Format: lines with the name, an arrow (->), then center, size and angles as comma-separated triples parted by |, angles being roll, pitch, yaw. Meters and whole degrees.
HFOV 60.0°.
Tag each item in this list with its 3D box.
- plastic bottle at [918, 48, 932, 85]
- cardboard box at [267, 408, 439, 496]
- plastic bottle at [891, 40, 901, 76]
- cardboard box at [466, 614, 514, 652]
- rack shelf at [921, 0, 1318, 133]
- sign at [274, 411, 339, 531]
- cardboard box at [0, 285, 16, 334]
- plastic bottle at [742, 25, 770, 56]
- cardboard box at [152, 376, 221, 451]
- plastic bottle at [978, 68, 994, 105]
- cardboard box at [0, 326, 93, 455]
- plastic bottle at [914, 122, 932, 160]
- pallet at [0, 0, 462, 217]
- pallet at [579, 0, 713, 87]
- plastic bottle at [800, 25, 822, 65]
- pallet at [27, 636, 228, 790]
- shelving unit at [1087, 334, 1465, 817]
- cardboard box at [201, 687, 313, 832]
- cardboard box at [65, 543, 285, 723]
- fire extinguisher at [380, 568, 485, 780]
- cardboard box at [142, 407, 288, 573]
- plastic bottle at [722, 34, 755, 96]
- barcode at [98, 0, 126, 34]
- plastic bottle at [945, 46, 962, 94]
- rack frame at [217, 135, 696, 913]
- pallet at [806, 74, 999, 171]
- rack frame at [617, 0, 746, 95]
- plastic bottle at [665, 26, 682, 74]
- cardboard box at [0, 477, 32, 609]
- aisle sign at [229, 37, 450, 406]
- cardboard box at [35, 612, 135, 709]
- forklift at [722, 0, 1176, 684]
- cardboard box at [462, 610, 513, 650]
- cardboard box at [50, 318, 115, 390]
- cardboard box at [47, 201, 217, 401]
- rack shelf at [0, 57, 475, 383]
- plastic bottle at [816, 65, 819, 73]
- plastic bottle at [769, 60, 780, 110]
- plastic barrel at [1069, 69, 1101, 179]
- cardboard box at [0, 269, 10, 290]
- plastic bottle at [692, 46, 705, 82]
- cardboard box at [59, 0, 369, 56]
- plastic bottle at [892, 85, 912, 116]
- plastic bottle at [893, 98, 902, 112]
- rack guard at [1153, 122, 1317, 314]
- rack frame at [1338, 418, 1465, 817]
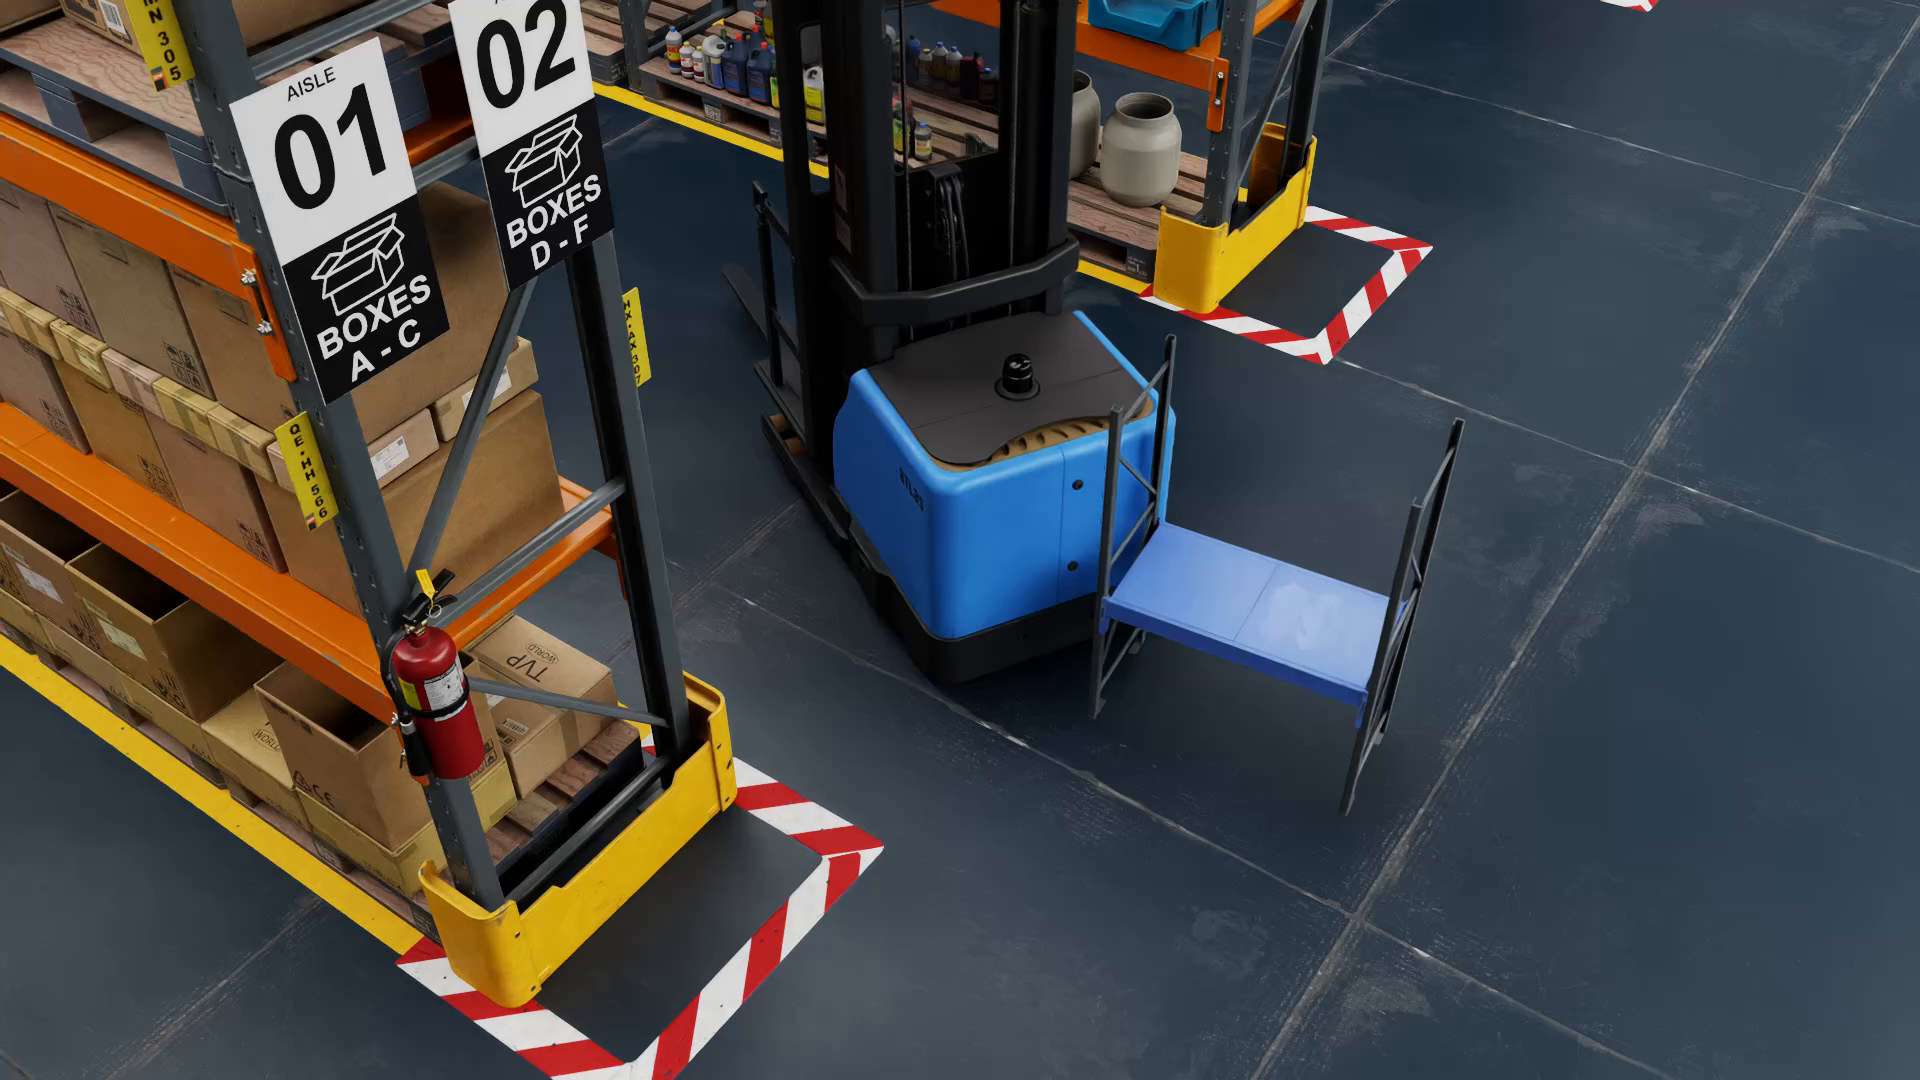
plastic bottle -> -0.202, -2.836, 9.939 | 0.097, 0.201, 0.097 | 0, 42, 0
cardboard box -> -1.722, -0.262, 4.732 | 0.250, 0.149, 0.380 | 24, 47, 25
plastic bottle -> -0.370, -2.915, 10.027 | 0.097, 0.201, 0.097 | 0, 42, 0
cardboard box -> -2.023, 0.411, 6.288 | 0.500, 0.250, 0.500 | 25, 48, 25
rack shelf -> -0.090, -3.141, 9.050 | 4.000, 0.370, 1.077 | 25, 48, 25
sign -> -1.623, -0.169, 4.144 | 0.005, 0.325, 0.100 | 25, 48, 25
cardboard box -> -2.993, -0.855, 5.394 | 0.250, 0.149, 0.380 | 24, 47, 25
plastic bottle -> -1.222, -2.895, 9.892 | 0.185, 0.351, 0.144 | 25, 48, 25
cardboard box -> -2.146, -0.459, 4.952 | 0.250, 0.149, 0.380 | 24, 47, 25
plastic bottle -> 0.157, -2.669, 9.751 | 0.097, 0.201, 0.097 | 0, 42, 0
cardboard box -> -2.944, -0.755, 5.769 | 0.500, 0.500, 0.700 | 27, 48, 27
plastic bottle -> -0.208, -2.228, 9.260 | 0.097, 0.201, 0.097 | 0, 42, 0
pallet -> -1.864, -1.310, 4.282 | 1.213, 0.211, 1.003 | 25, 48, 25
pallet -> -2.393, -3.415, 10.909 | 1.213, 0.211, 1.003 | 25, 48, 25
plastic bottle -> -0.942, -3.071, 10.145 | 0.135, 0.276, 0.152 | 25, 48, 25
pallet -> -2.945, 0.361, 6.688 | 1.213, 0.211, 1.003 | 25, 48, 25
shelving unit -> 1.074, 0.149, 5.958 | 1.048, 1.500, 0.538 | 20, 45, 21
cardboard box -> -2.325, 0.699, 5.967 | 0.500, 0.250, 0.500 | 25, 48, 25
cardboard box -> -2.737, 0.230, 5.928 | 0.500, 0.500, 0.500 | 25, 48, 25
fire extinguisher -> -1.470, 0.387, 4.626 | 0.183, 0.674, 0.296 | 25, 48, 25
cardboard box -> -2.107, -0.362, 5.330 | 0.500, 0.500, 0.700 | 26, 48, 26
plastic bottle -> -1.305, -2.816, 9.804 | 0.185, 0.351, 0.144 | 26, 48, 26
barcode -> -1.824, -1.127, 3.575 | 0.075, 0.075, 0.001 | 25, 48, 25
plastic bottle -> -0.039, -2.786, 9.830 | 0.097, 0.271, 0.097 | 0, 42, 0
rack frame -> -1.300, 0.059, 4.934 | 0.127, 3.000, 1.000 | 25, 48, 25
pallet -> -0.198, -2.389, 9.762 | 1.213, 0.211, 1.003 | 25, 48, 25
rack frame -> -1.727, -4.175, 9.666 | 0.127, 3.000, 1.000 | 25, 48, 25
plastic bottle -> -1.718, -2.961, 10.026 | 0.097, 0.271, 0.097 | 0, 42, 0
cardboard box -> -3.556, -0.152, 6.355 | 0.500, 0.500, 0.500 | 25, 48, 25
aisle sign -> -1.415, -0.724, 3.860 | 0.004, 0.787, 0.394 | 25, 48, 25
cardboard box -> -3.143, 0.316, 6.395 | 0.500, 0.250, 0.500 | 25, 48, 25
forklift -> -0.262, -1.512, 6.742 | 1.130, 2.935, 3.031 | -17, 45, -19
cardboard box -> -2.021, 0.131, 6.039 | 0.500, 0.500, 0.500 | 25, 48, 25
cardboard box -> -2.566, -0.657, 5.173 | 0.250, 0.149, 0.380 | 27, 48, 27
cardboard box -> -2.152, -0.866, 4.920 | 0.500, 0.500, 0.700 | 24, 47, 24
rack shelf -> -2.937, -1.556, 5.030 | 4.000, 0.370, 1.077 | 25, 48, 25
plastic bottle -> -0.738, -2.644, 9.668 | 0.135, 0.276, 0.152 | 25, 48, 25
plastic bottle -> -1.039, -2.633, 9.650 | 0.133, 0.283, 0.061 | 27, 48, 27
plastic barrel -> 0.554, -2.275, 9.094 | 0.421, 0.512, 0.421 | 0, 42, 0
cardboard box -> -2.975, -1.250, 5.350 | 0.500, 0.500, 0.700 | 25, 48, 25
plastic bottle -> -1.552, -2.857, 9.962 | 0.097, 0.201, 0.097 | 0, 42, 0
cardboard box -> -1.768, -1.528, 3.961 | 0.637, 0.503, 0.797 | 28, 49, 28
plastic bottle -> -0.338, -2.429, 9.422 | 0.133, 0.283, 0.061 | 25, 48, 25
plastic bottle -> -0.398, -2.368, 9.359 | 0.135, 0.276, 0.152 | 25, 48, 26
rack guard -> 1.458, -1.715, 8.792 | 0.348, 0.500, 1.175 | 25, 48, 25
rack frame -> 1.522, 0.309, 5.780 | 0.032, 1.500, 0.500 | 20, 45, 21
